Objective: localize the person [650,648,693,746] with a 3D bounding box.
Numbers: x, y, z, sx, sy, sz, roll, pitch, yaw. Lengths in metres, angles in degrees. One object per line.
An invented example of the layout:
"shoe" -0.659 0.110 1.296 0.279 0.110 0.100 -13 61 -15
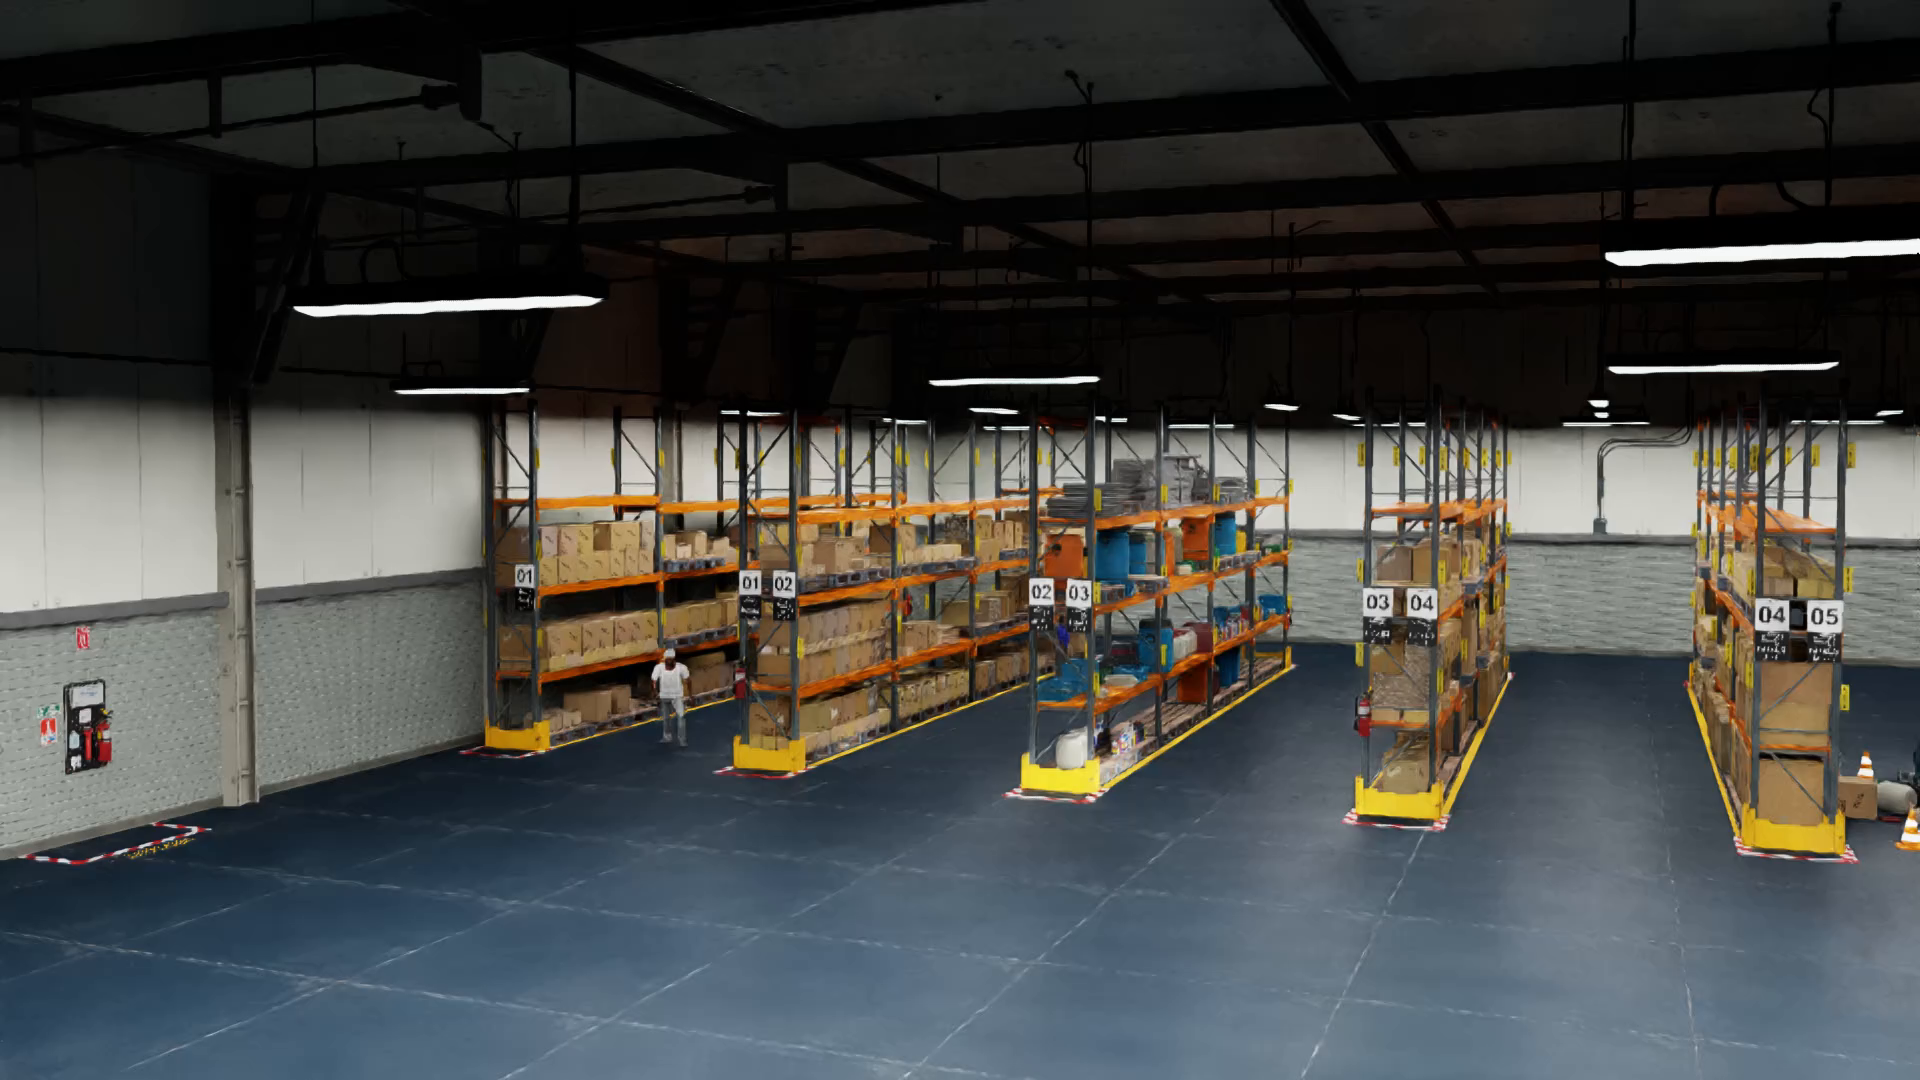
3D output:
"person" -5.019 2.715 28.901 0.704 1.702 0.785 0 3 0

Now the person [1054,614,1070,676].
"person" 2.228 2.411 35.452 0.419 1.666 0.553 0 3 0
